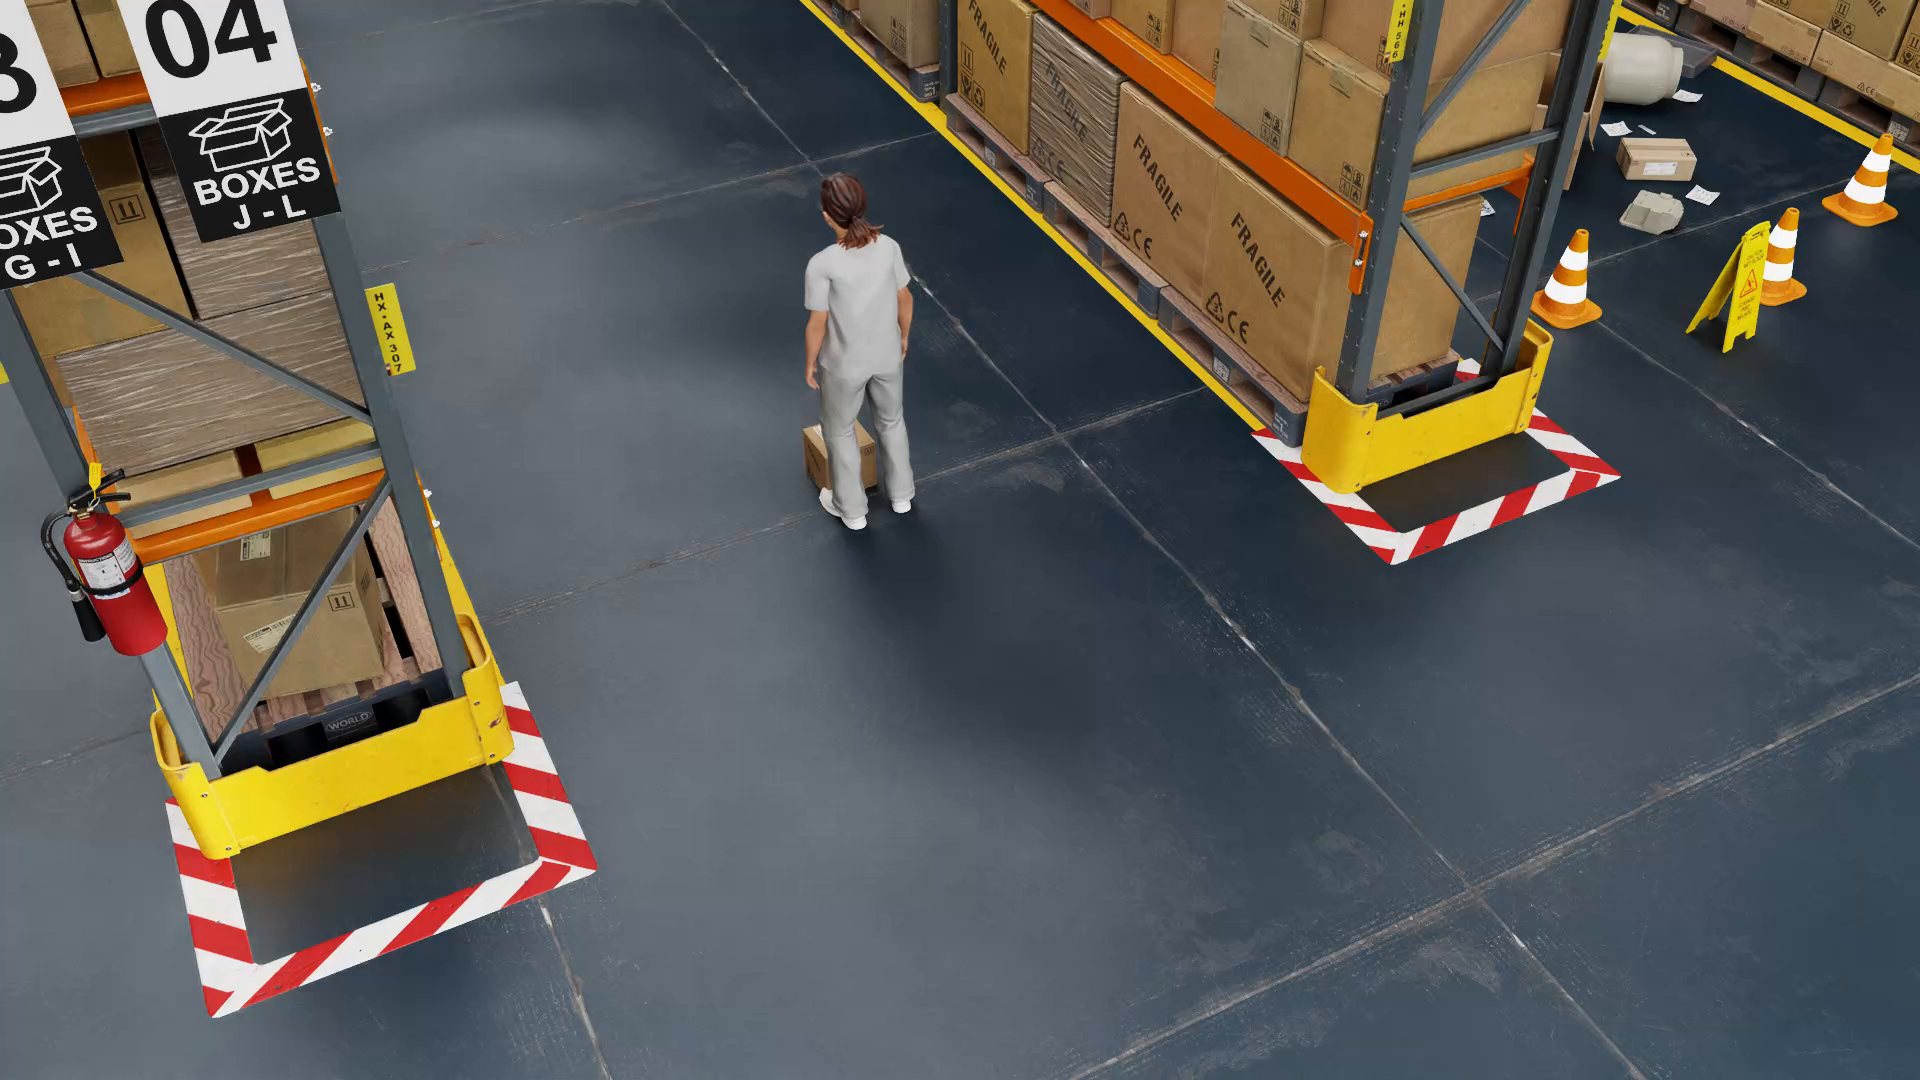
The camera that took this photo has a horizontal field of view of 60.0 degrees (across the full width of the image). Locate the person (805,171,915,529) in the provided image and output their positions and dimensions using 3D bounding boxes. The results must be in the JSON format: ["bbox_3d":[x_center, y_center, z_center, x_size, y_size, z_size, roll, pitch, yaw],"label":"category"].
[{"bbox_3d":[-0.428,-0.775,7.038,0.486,1.673,0.358,-19,45,-20],"label":"person"}]
